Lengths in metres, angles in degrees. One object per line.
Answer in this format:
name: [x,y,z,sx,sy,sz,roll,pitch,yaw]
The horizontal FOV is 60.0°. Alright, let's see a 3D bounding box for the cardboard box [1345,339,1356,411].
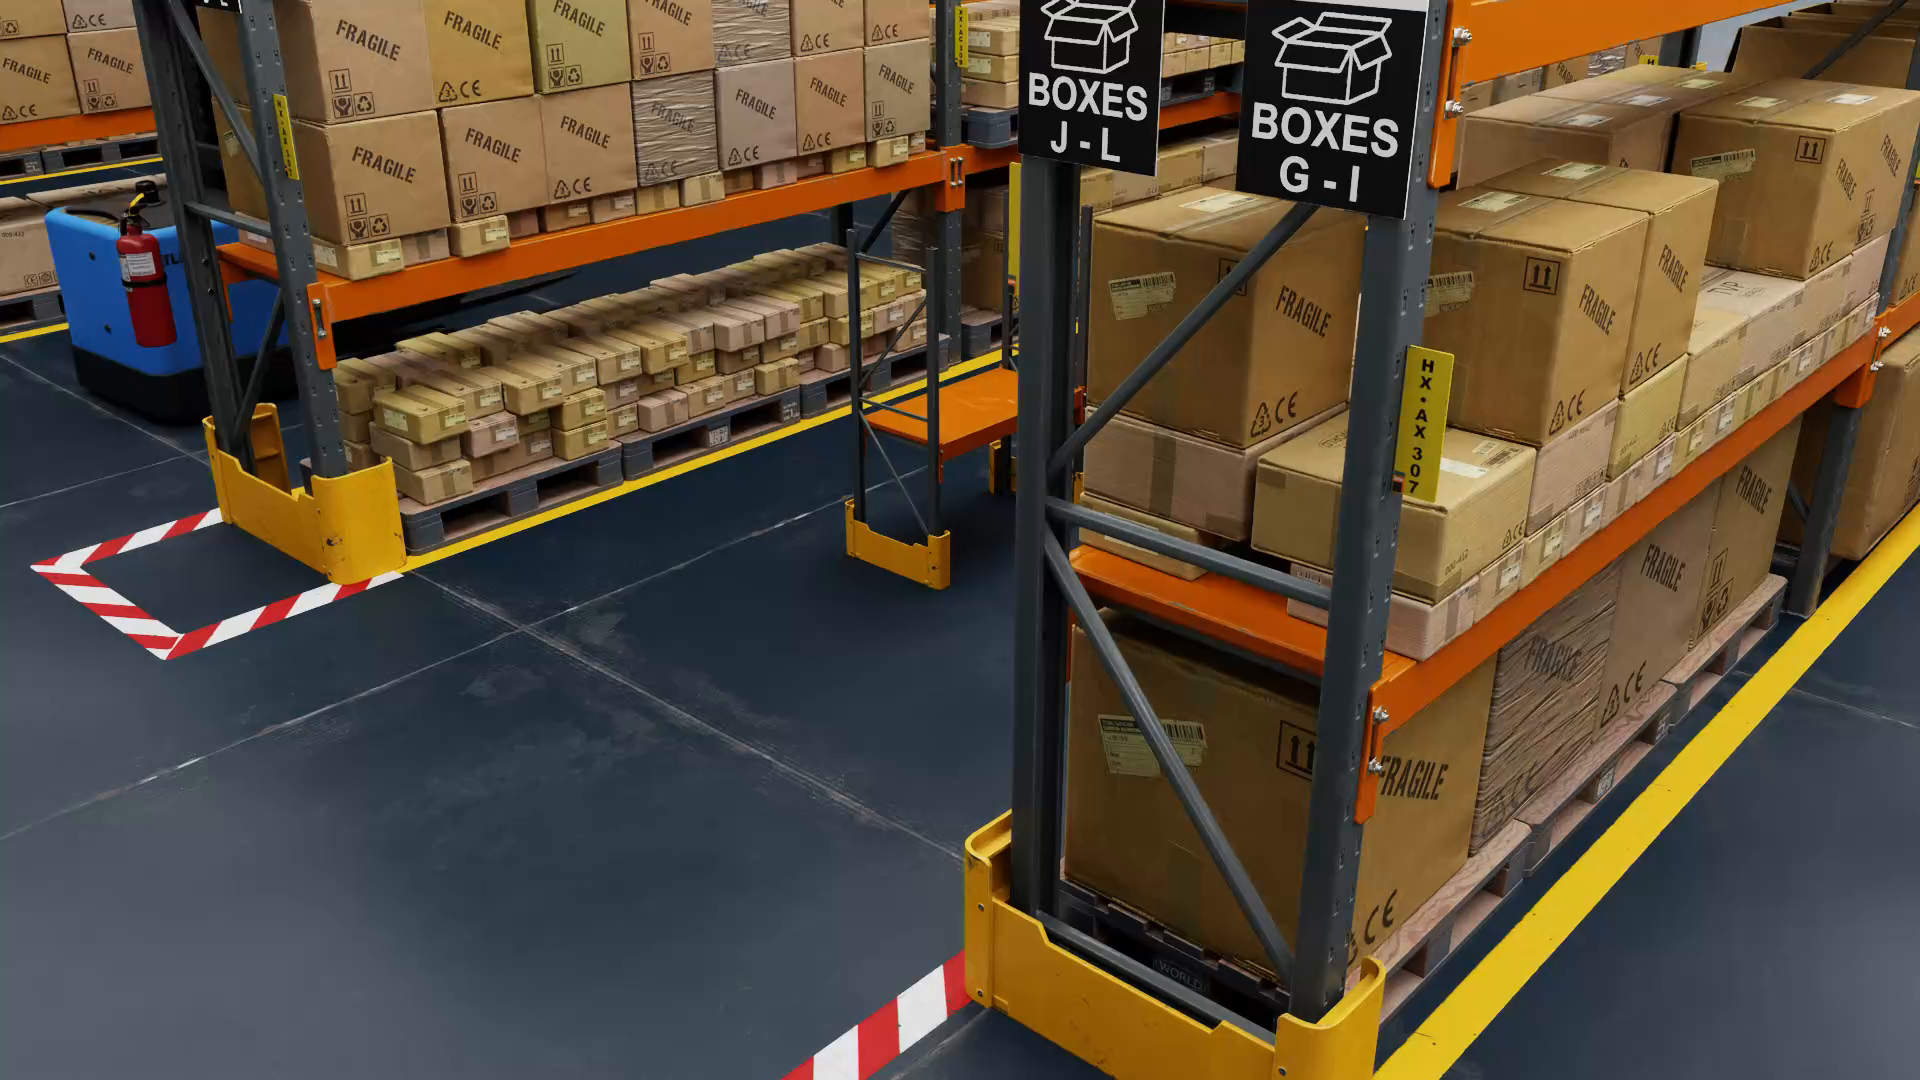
cardboard box: [1.018,-0.404,4.804,0.500,0.250,0.500,19,31,37]

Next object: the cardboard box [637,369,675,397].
cardboard box: [-1.701,-0.879,8.652,0.380,0.149,0.250,22,32,40]

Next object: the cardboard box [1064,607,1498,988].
cardboard box: [0.921,0.599,4.831,0.875,0.875,0.875,20,31,38]

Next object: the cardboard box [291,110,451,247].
cardboard box: [-2.567,-1.590,7.143,0.500,0.500,0.500,22,32,40]

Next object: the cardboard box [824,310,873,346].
cardboard box: [-0.714,-1.237,9.450,0.380,0.149,0.250,19,30,36]

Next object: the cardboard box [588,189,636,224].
cardboard box: [-1.798,-1.657,8.087,0.380,0.149,0.250,19,31,37]

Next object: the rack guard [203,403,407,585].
rack guard: [-3.022,-0.229,7.651,1.175,0.500,0.348,20,31,38]

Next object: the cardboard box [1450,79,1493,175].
cardboard box: [3.942,-3.662,14.487,1.050,0.750,0.750,20,31,38]

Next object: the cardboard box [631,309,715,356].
cardboard box: [-1.510,-1.085,8.748,0.380,0.149,0.250,20,31,38]

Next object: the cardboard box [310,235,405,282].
cardboard box: [-2.612,-1.242,7.160,0.380,0.149,0.250,20,31,37]

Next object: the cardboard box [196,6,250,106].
cardboard box: [-2.953,-2.192,7.264,0.500,0.500,0.500,19,31,36]

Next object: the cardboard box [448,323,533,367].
cardboard box: [-2.399,-0.976,8.504,0.380,0.149,0.250,19,30,36]

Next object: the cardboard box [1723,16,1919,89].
cardboard box: [3.643,-1.881,6.930,0.797,0.503,0.637,19,30,36]

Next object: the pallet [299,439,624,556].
pallet: [-2.453,-0.336,8.240,1.003,0.211,1.213,20,31,38]

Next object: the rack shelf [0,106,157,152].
rack shelf: [-5.492,-2.949,11.540,1.077,0.370,4.000,20,31,38]

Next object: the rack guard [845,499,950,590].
rack guard: [-0.281,0.014,7.412,0.587,0.250,0.087,20,31,38]

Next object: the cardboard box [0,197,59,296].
cardboard box: [-6.460,-1.919,10.981,0.875,0.438,0.875,19,30,36]

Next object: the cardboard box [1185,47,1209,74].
cardboard box: [1.420,-3.196,11.006,0.380,0.149,0.250,21,32,39]

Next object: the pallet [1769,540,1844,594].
pallet: [3.682,-0.164,7.857,1.003,0.211,1.213,20,31,38]

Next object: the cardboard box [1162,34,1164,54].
cardboard box: [1.074,-3.174,10.593,0.380,0.149,0.250,20,31,37]

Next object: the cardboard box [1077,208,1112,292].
cardboard box: [0.639,-1.931,10.932,0.500,0.500,0.500,22,32,40]

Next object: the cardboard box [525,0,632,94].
cardboard box: [-1.880,-2.357,7.632,0.500,0.500,0.500,19,31,36]

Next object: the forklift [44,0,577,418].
forklift: [-3.783,-2.539,9.830,1.130,2.935,3.031,18,30,34]

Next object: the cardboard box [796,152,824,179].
cardboard box: [-0.956,-2.067,9.001,0.380,0.149,0.250,19,30,36]

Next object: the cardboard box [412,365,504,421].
cardboard box: [-2.376,-0.693,7.873,0.380,0.149,0.250,21,31,38]

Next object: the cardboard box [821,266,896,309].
cardboard box: [-0.588,-1.460,9.583,0.380,0.149,0.250,21,31,38]

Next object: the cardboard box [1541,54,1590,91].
cardboard box: [5.408,-4.398,15.975,0.875,0.875,0.875,21,31,38]

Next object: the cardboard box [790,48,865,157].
cardboard box: [-0.863,-2.365,8.872,0.500,0.500,0.500,19,30,36]

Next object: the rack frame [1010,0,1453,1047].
rack frame: [0.553,0.038,3.998,1.000,3.000,0.127,20,31,38]

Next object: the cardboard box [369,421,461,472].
cardboard box: [-2.532,-0.463,7.724,0.380,0.149,0.250,22,32,40]

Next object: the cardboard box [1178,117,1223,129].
cardboard box: [1.626,-3.034,12.475,0.500,0.250,0.500,18,30,35]

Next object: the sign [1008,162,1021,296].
sign: [0.159,-0.751,4.053,0.100,0.325,0.005,20,31,38]

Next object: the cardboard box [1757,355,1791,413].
cardboard box: [2.577,-0.570,5.662,0.380,0.149,0.250,21,31,38]

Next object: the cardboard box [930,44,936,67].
cardboard box: [-0.285,-2.954,10.101,0.380,0.149,0.250,21,32,39]

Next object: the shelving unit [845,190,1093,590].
shelving unit: [0.051,-0.708,7.495,0.587,1.500,1.083,20,31,38]

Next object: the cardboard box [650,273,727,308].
cardboard box: [-1.535,-1.380,9.406,0.380,0.149,0.250,21,32,39]

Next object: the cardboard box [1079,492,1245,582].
cardboard box: [0.546,-0.046,4.492,0.380,0.149,0.250,21,32,38]

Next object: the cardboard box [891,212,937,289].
cardboard box: [-0.097,-1.911,10.888,0.500,0.500,0.500,19,31,37]

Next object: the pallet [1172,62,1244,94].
pallet: [1.870,-3.451,12.014,1.213,0.211,1.003,20,31,38]

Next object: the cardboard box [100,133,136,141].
cardboard box: [-8.009,-3.882,15.712,0.380,0.149,0.250,19,30,36]

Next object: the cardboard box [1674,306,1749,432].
cardboard box: [2.099,-0.574,5.184,0.500,0.250,0.500,19,31,37]

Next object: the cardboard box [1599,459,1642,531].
cardboard box: [1.721,-0.179,4.790,0.380,0.149,0.250,19,31,37]

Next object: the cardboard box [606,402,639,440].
cardboard box: [-1.859,-0.641,8.485,0.380,0.149,0.250,20,31,38]

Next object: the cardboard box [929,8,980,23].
cardboard box: [-0.102,-3.172,10.224,0.380,0.149,0.250,19,30,36]

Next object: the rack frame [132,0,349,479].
rack frame: [-3.073,-1.347,7.088,1.000,3.000,0.127,20,31,38]

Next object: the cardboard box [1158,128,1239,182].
cardboard box: [1.676,-2.741,11.822,0.500,0.250,0.500,21,31,38]

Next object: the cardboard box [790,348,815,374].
cardboard box: [-1.041,-1.042,9.380,0.380,0.149,0.250,19,31,36]

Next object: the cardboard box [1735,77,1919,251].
cardboard box: [3.115,-1.377,6.058,0.500,0.500,0.500,21,32,39]
